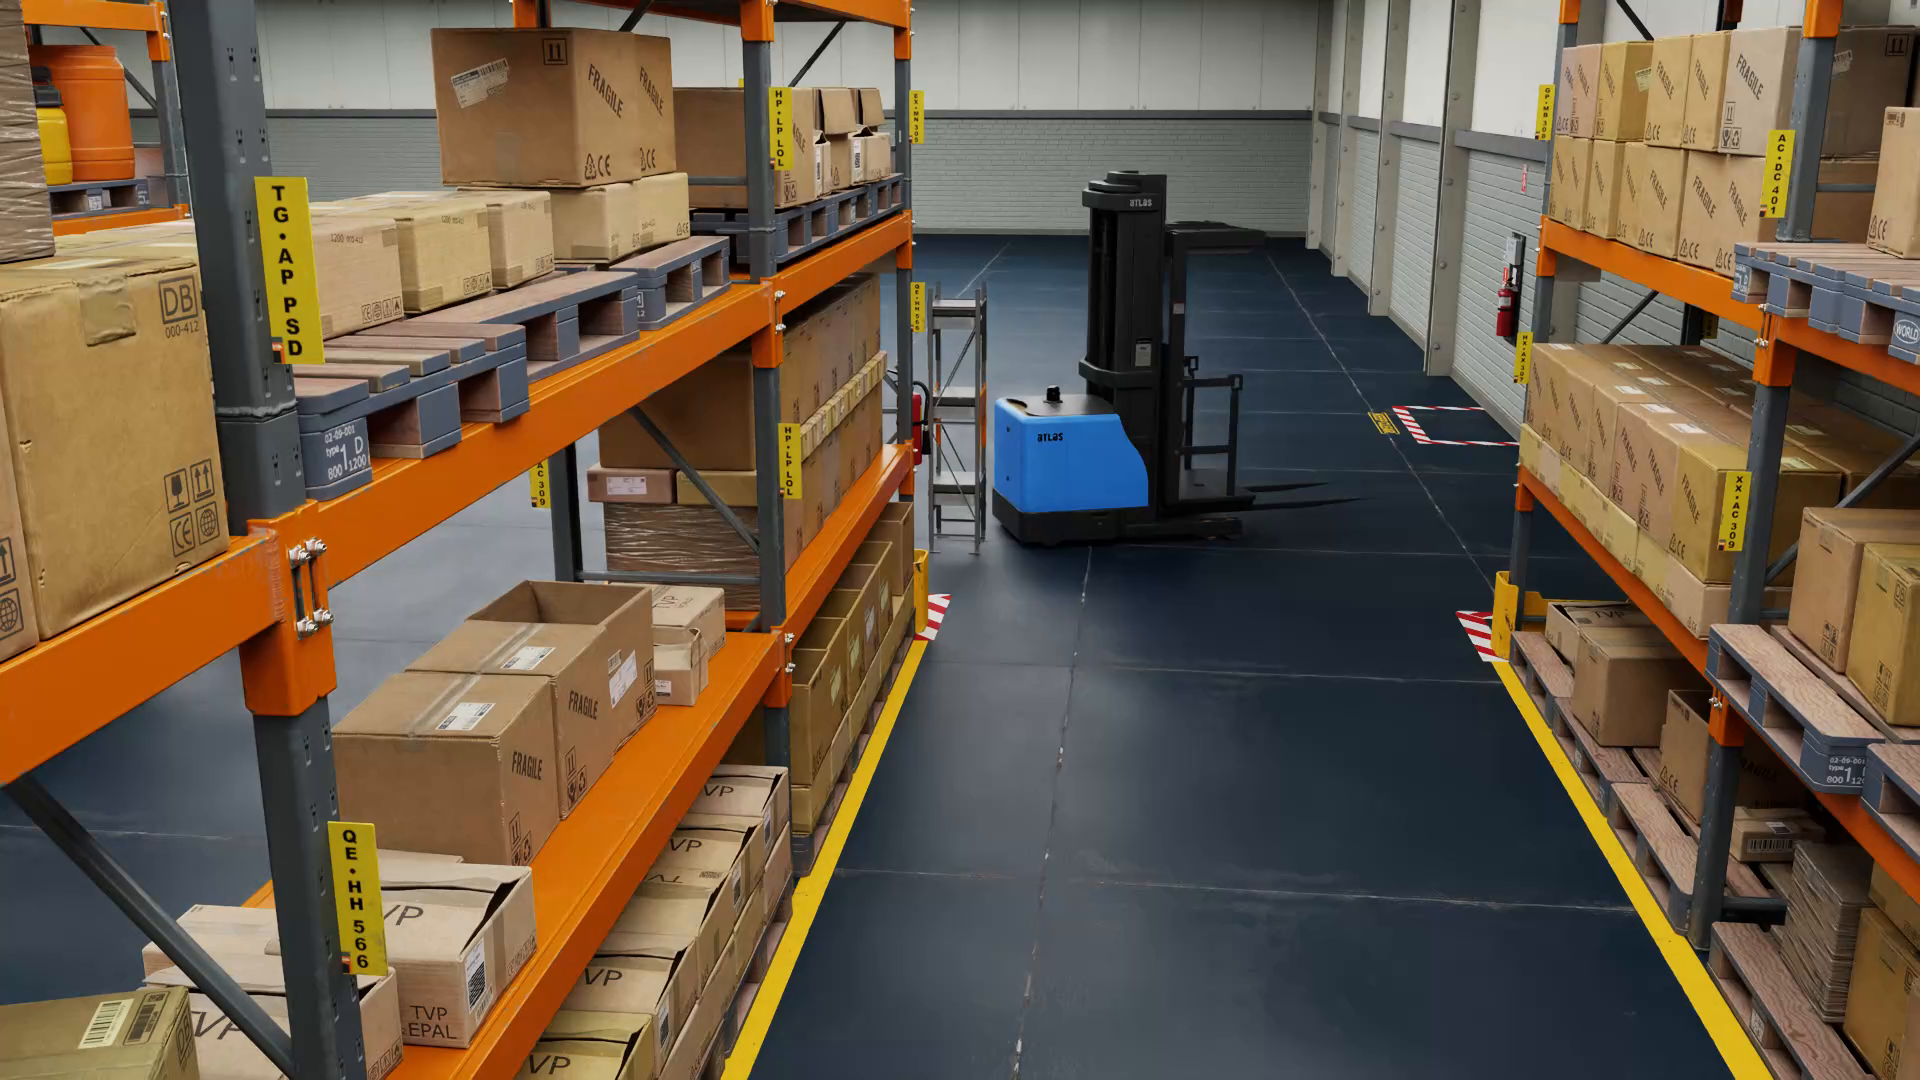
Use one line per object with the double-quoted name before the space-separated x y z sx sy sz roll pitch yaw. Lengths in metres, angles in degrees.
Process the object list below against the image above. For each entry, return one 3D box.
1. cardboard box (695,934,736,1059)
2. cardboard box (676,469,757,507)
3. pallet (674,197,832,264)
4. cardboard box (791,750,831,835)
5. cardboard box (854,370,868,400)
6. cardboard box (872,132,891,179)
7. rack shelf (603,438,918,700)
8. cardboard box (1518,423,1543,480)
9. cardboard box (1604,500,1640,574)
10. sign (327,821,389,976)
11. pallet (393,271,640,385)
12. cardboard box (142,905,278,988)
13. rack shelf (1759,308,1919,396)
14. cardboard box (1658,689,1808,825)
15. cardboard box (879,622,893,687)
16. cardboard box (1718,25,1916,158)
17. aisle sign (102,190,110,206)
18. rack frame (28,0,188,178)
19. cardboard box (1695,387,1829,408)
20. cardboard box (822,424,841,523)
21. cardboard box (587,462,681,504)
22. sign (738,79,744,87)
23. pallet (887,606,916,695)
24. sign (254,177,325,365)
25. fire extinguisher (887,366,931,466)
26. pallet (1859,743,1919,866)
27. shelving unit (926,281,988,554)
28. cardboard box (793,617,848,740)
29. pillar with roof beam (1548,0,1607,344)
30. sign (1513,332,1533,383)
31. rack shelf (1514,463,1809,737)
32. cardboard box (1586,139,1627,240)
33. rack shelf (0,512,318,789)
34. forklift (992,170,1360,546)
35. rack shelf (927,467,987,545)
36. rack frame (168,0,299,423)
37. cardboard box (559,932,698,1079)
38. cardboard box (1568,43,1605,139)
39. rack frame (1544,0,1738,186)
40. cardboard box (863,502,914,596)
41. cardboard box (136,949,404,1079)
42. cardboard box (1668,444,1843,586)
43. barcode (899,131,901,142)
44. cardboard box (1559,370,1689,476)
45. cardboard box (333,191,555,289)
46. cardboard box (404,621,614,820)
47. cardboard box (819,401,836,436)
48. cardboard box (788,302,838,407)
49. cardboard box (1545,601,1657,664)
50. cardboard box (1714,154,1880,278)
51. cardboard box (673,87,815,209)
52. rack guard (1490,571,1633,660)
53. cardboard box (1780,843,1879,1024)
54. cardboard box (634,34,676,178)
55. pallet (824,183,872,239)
"cardboard box" -1.142 1.677 6.176 0.500 0.250 0.500 2 15 8
"cardboard box" -1.045 -0.253 7.416 0.380 0.149 0.250 2 15 6
"pallet" -1.197 -1.455 7.718 1.003 0.211 1.213 2 15 6
"cardboard box" -0.914 1.186 7.993 0.500 0.250 0.500 2 15 6
"cardboard box" -0.757 -0.922 9.891 0.380 0.149 0.250 2 15 7
"cardboard box" -0.684 -2.204 9.535 0.500 0.250 0.500 2 15 6
"rack shelf" -1.042 0.001 9.289 1.077 0.370 4.000 2 15 6
"cardboard box" 3.736 -0.540 10.161 0.500 0.250 0.500 1 15 5
"cardboard box" 3.513 -0.011 8.206 0.500 0.250 0.500 2 15 6
"sign" -1.178 0.703 3.249 0.100 0.325 0.005 2 15 6
"pallet" -1.608 -0.616 4.807 1.003 0.211 1.213 2 15 9
"cardboard box" -1.892 1.090 4.366 0.380 0.149 0.250 2 15 6
"rack shelf" 3.429 -0.264 4.525 1.077 0.370 4.000 2 15 6
"cardboard box" 3.732 1.042 8.010 0.500 0.500 0.500 1 15 2
"cardboard box" -0.682 0.667 9.910 0.500 0.250 0.500 2 15 6
"cardboard box" 3.442 -1.809 6.713 0.500 0.500 0.500 0 15 1
"aisle sign" -6.020 -2.294 11.418 0.394 0.787 0.004 2 15 6
"rack frame" -5.737 -3.908 10.874 1.000 3.000 0.127 2 15 6
"cardboard box" 4.087 -0.495 8.560 0.500 0.500 0.500 2 15 7
"cardboard box" -1.053 -0.391 9.169 0.700 0.500 0.500 2 15 8
"cardboard box" -1.450 -0.266 7.463 0.380 0.149 0.250 2 15 6
"sign" -1.367 -2.791 10.664 0.100 0.325 0.005 2 15 6
"pallet" -0.861 0.681 10.739 1.003 0.211 1.213 2 15 6
"sign" -1.180 -0.471 2.920 0.100 0.325 0.005 2 15 6
"fire extinguisher" -0.341 -0.844 11.186 0.296 0.674 0.183 2 15 6
"pallet" 3.386 0.933 4.832 1.003 0.211 1.213 2 15 6
"shelving unit" -0.019 -0.971 13.229 0.431 2.100 0.503 2 15 6
"cardboard box" -0.855 0.694 8.374 0.500 0.500 0.500 2 15 6
"pillar with roof beam" 1.286 -5.092 15.253 9.100 9.000 0.400 2 15 6
"sign" 3.567 -1.154 10.524 0.100 0.325 0.005 2 15 6
"rack shelf" 3.881 0.146 8.753 1.077 0.370 4.000 2 15 6
"cardboard box" 3.670 -1.873 8.867 0.500 0.500 0.500 2 15 9
"rack shelf" -1.944 0.628 1.224 1.077 0.370 4.000 2 15 6
"forklift" 1.848 -1.545 13.761 3.031 2.935 1.130 -3 16 -13
"rack shelf" -0.019 -0.282 13.415 0.431 0.518 0.480 2 15 6
"rack frame" -1.719 -1.686 2.657 1.000 3.000 0.127 2 15 6
"cardboard box" -1.200 1.535 5.628 0.500 0.311 0.500 2 15 6
"cardboard box" 3.715 -2.487 9.221 0.500 0.500 0.500 2 15 6
"rack frame" 4.106 -3.616 9.795 1.000 3.000 0.127 2 15 6
"cardboard box" -0.581 0.046 10.773 0.500 0.500 0.500 2 15 6
"cardboard box" -1.634 1.160 3.796 0.500 0.311 0.500 3 15 10
"cardboard box" 3.401 -0.113 7.147 0.500 0.500 0.500 2 15 6
"barcode" -0.371 -2.500 10.304 0.001 0.075 0.075 2 15 6
"cardboard box" 3.624 -0.642 9.104 0.500 0.500 0.500 1 15 4
"cardboard box" -1.544 -0.912 5.023 0.500 0.250 0.500 0 15 2
"cardboard box" -1.486 0.590 5.543 0.500 0.500 0.500 2 15 6
"cardboard box" -0.873 -0.655 8.902 0.380 0.149 0.250 2 15 6
"cardboard box" -1.054 -1.008 8.965 0.700 0.500 0.500 2 15 6
"cardboard box" 3.939 0.543 10.217 0.500 0.311 0.500 0 15 0
"cardboard box" 3.467 -1.327 6.847 0.500 0.500 0.500 2 15 8
"cardboard box" -0.949 -1.717 7.254 0.500 0.500 0.500 3 15 11
"rack guard" 4.098 0.507 10.831 1.175 0.500 0.348 2 15 6
"cardboard box" 3.589 1.503 6.302 0.700 0.500 0.500 2 15 8
"cardboard box" -1.376 -1.609 6.165 0.500 0.500 0.500 2 15 7
"pallet" -1.057 -1.770 8.885 1.003 0.211 1.213 2 15 6
